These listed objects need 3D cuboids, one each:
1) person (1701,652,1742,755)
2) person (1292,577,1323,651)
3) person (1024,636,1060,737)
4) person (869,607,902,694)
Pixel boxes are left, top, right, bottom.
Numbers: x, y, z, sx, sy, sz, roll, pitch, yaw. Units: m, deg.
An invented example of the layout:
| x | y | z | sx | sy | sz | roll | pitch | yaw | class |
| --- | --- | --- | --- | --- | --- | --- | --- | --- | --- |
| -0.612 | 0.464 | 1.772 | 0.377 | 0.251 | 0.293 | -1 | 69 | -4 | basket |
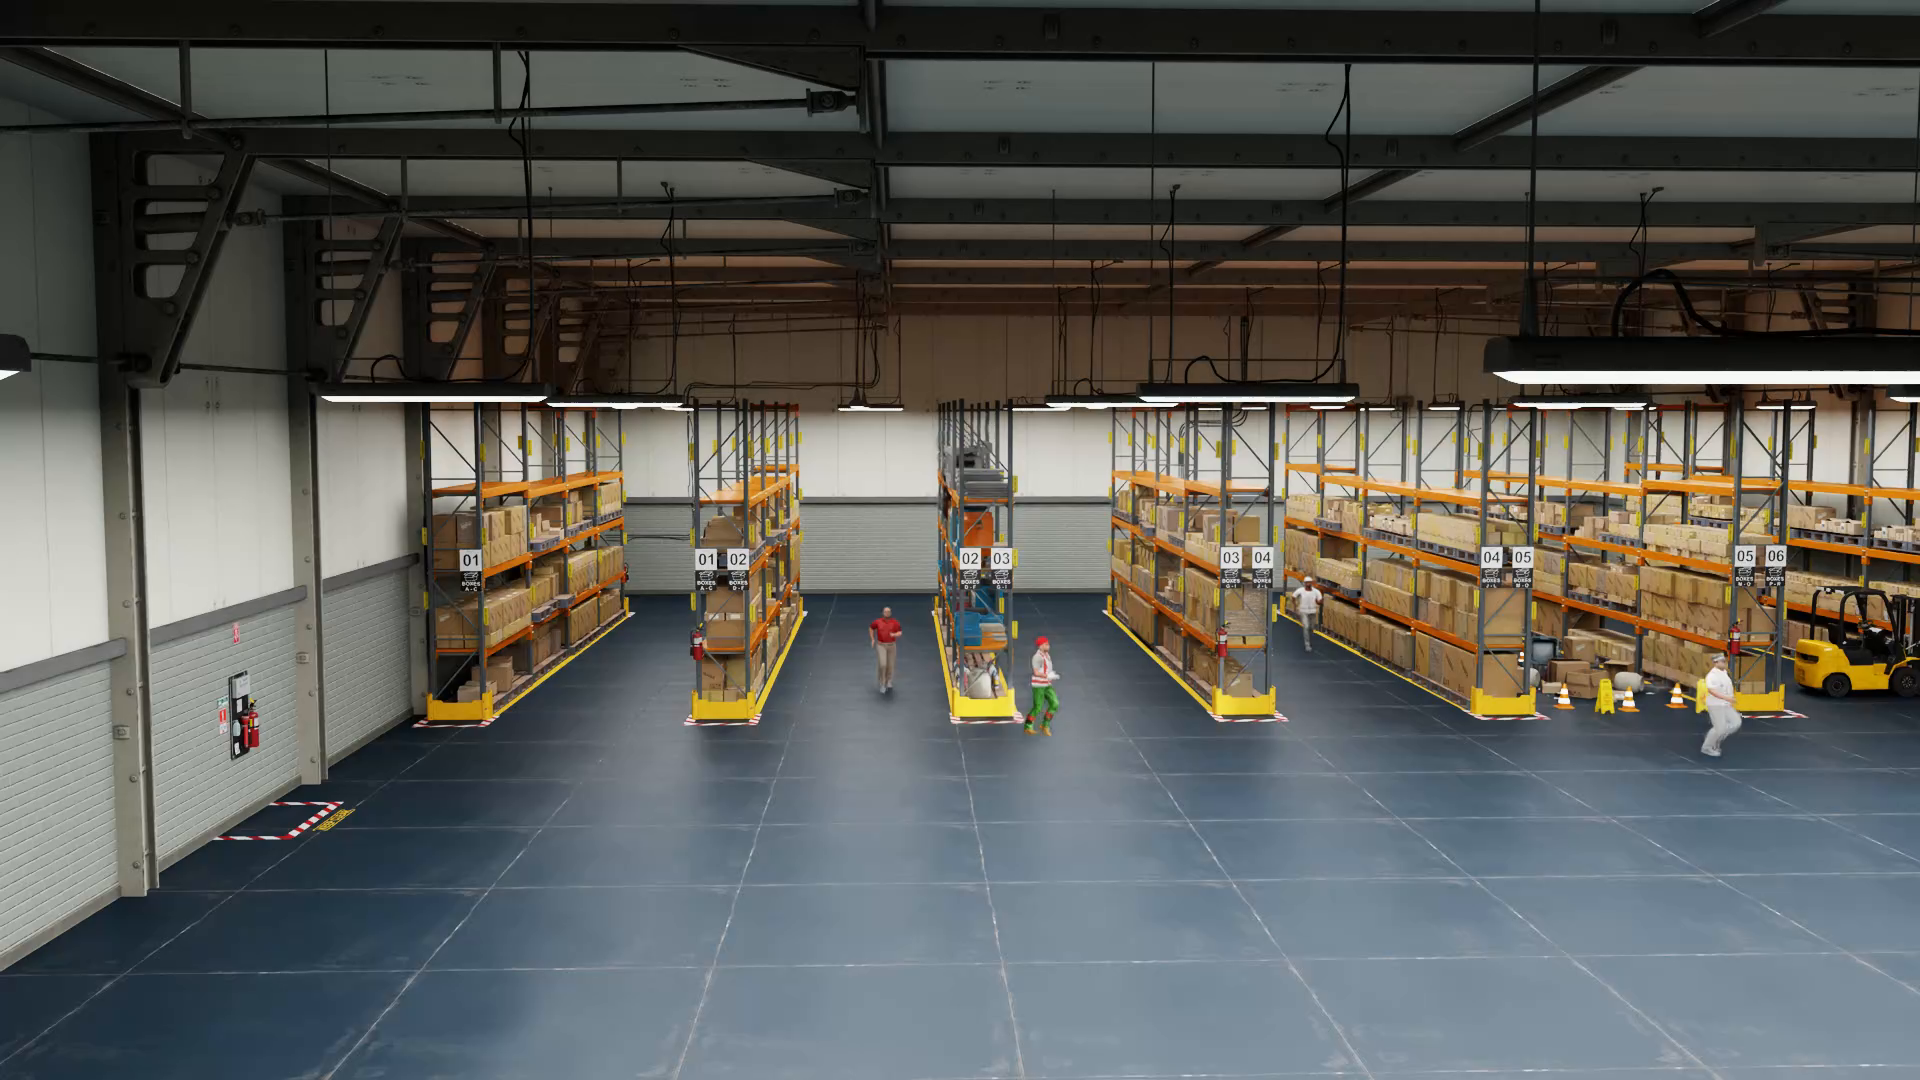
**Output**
| x | y | z | sx | sy | sz | roll | pitch | yaw | class |
| --- | --- | --- | --- | --- | --- | --- | --- | --- | --- |
| 12.747 | 2.737 | 27.821 | 0.675 | 1.743 | 0.594 | -4 | 6 | -44 | person |
| 8.429 | 1.756 | 40.266 | 0.701 | 1.750 | 0.990 | 0 | 4 | -3 | person |
| 1.482 | 2.613 | 29.433 | 0.729 | 1.831 | 0.684 | 3 | 5 | 31 | person |
| -1.514 | 2.273 | 34.274 | 0.631 | 1.798 | 0.768 | -1 | 4 | -13 | person |
